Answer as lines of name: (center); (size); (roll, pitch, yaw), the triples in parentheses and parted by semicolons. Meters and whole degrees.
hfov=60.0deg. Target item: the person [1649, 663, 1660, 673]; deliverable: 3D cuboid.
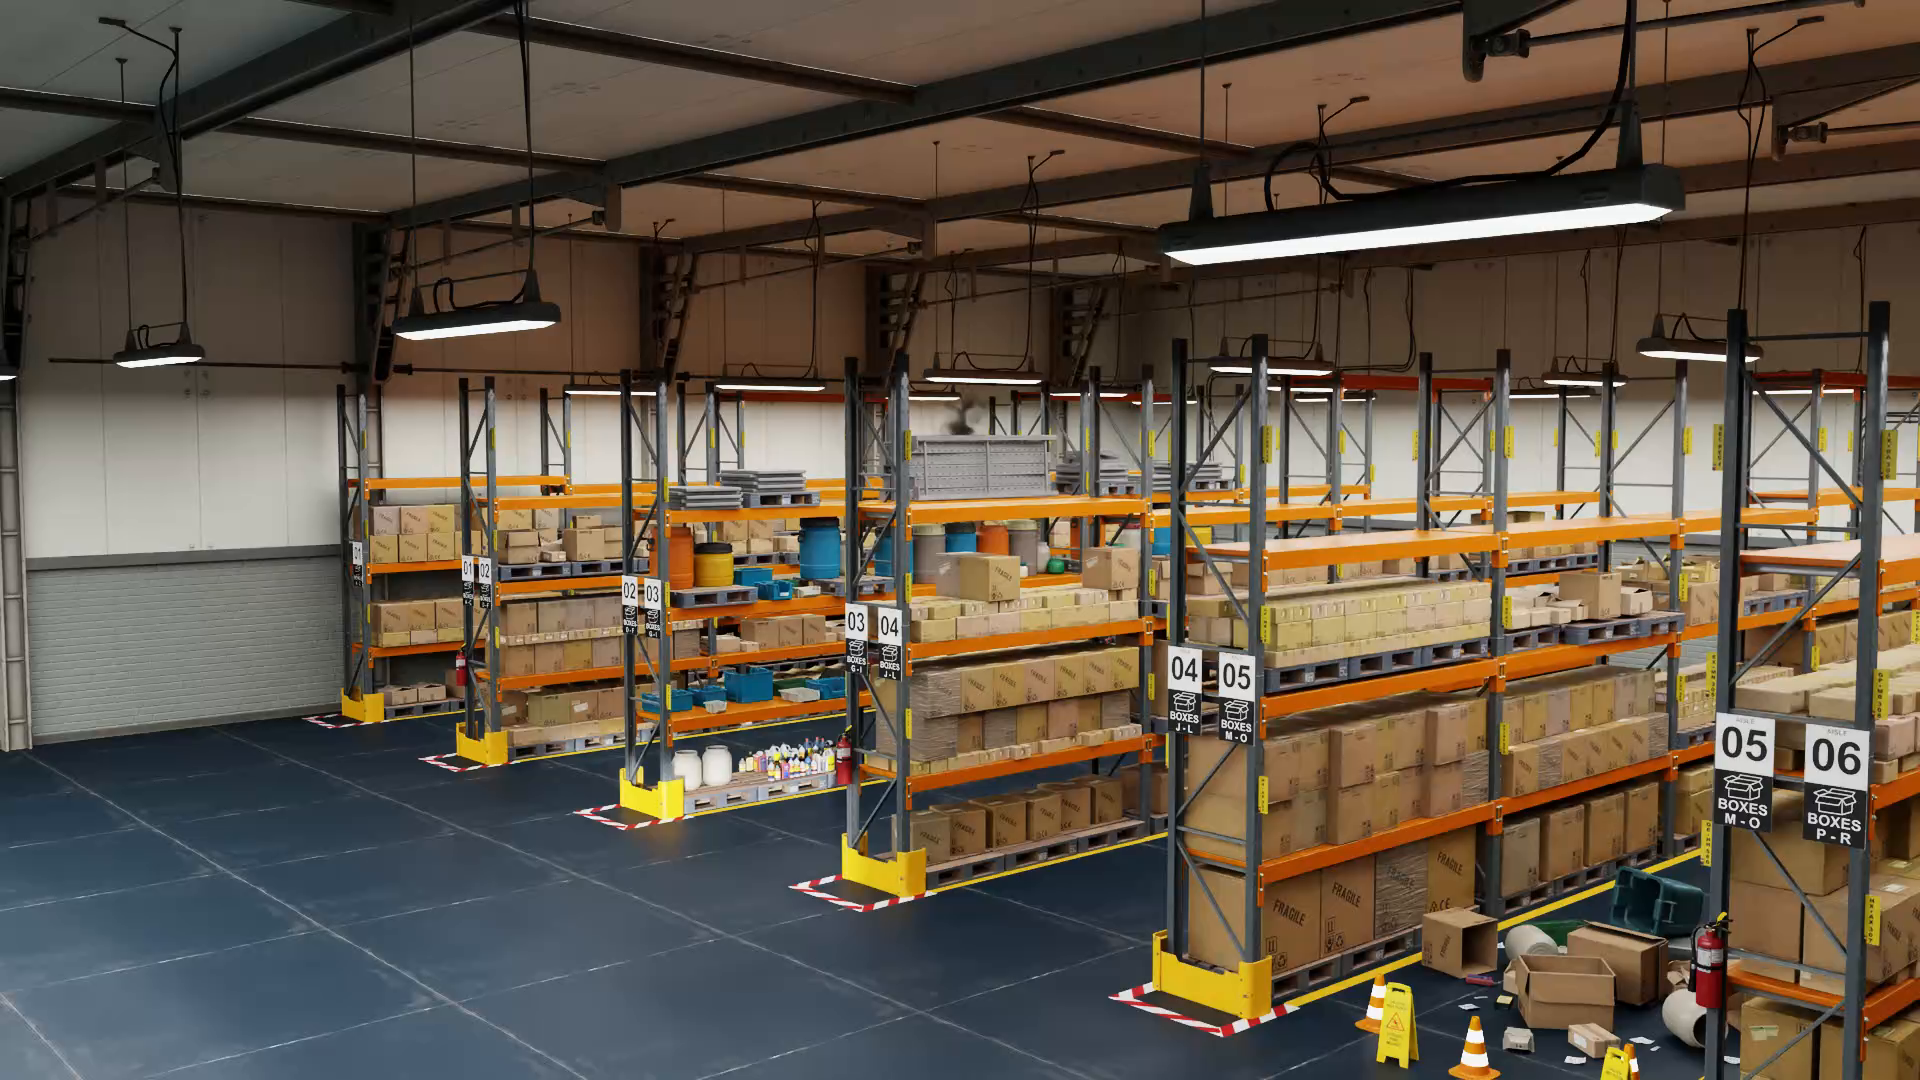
person: (10.393, 2.676, 24.975); (0.875, 1.690, 0.598); (-3, 5, -43)
